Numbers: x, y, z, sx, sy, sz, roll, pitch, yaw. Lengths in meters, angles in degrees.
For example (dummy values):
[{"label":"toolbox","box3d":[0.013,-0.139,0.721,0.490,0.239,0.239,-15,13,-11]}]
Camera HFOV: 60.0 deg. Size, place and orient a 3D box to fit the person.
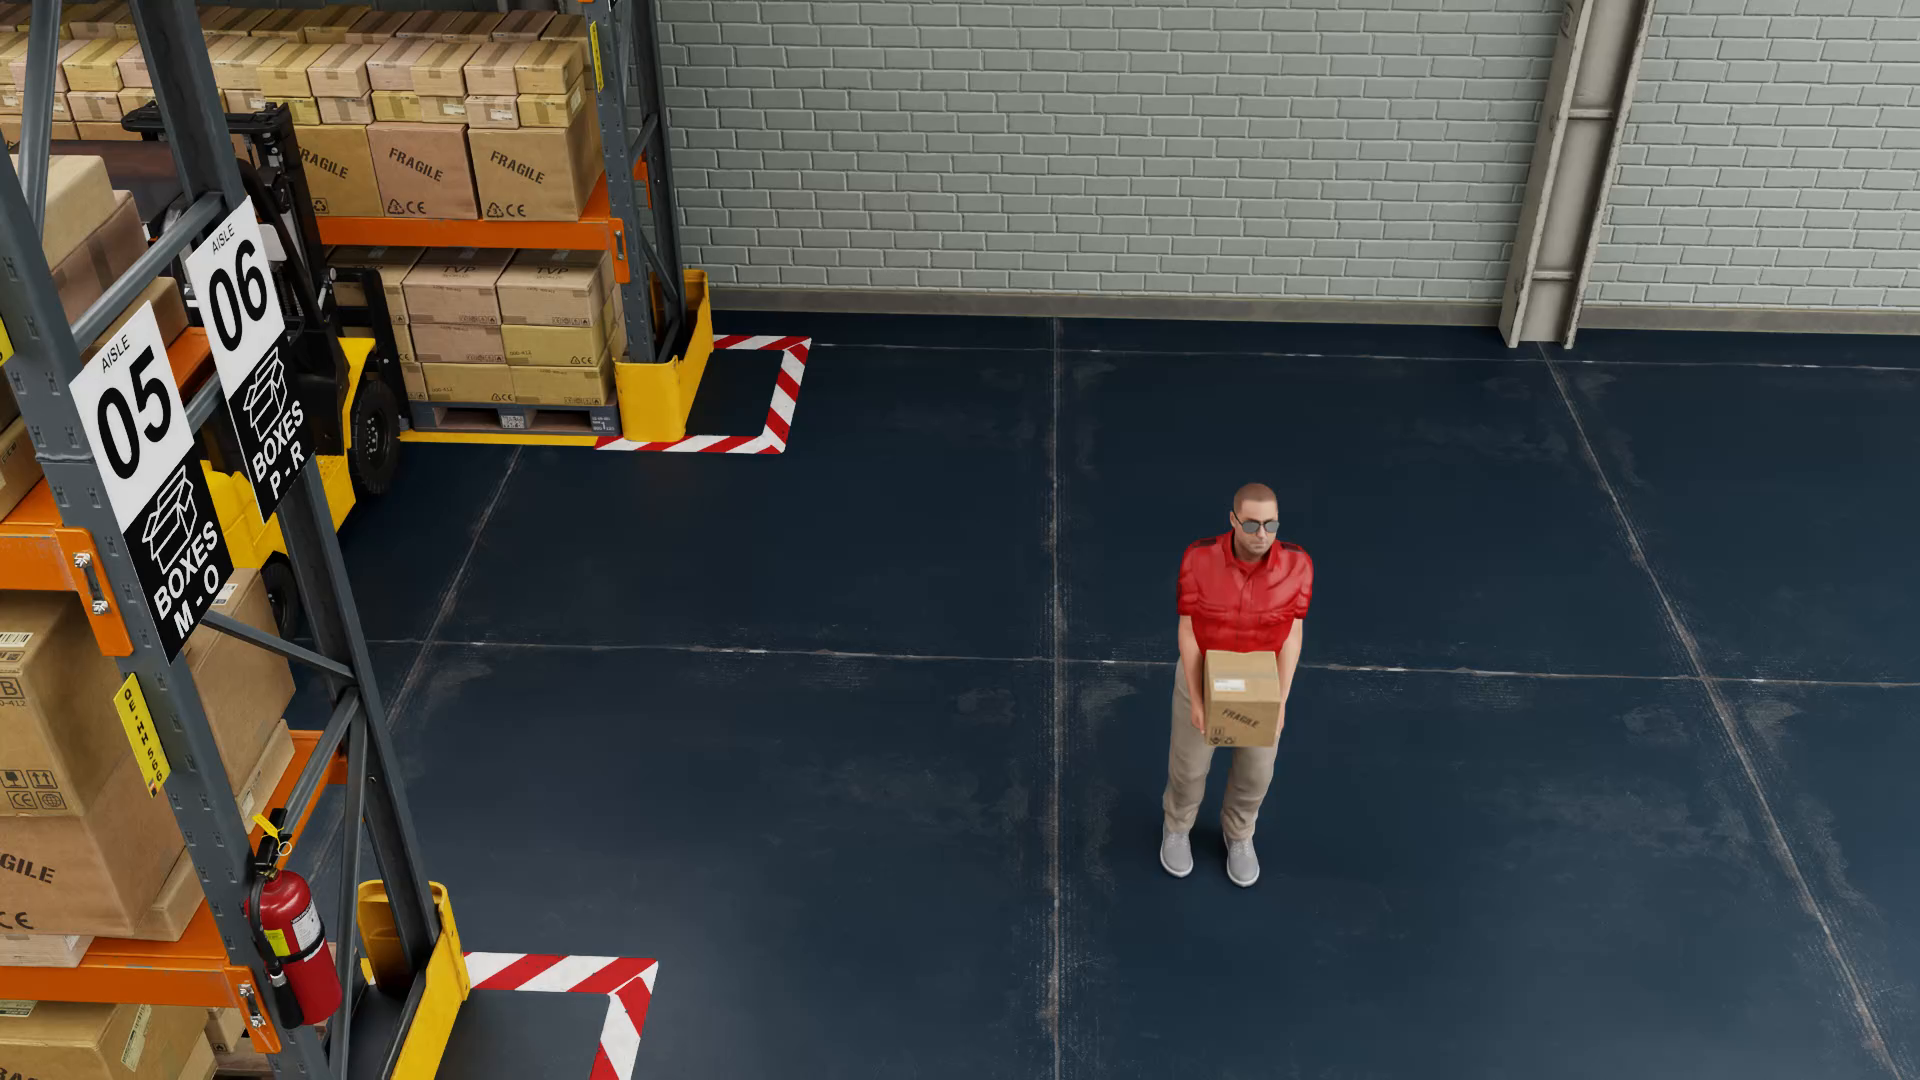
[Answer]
[{"label":"person","box3d":[1.045,0.634,6.311,0.494,1.643,0.529,1,35,2]}]
